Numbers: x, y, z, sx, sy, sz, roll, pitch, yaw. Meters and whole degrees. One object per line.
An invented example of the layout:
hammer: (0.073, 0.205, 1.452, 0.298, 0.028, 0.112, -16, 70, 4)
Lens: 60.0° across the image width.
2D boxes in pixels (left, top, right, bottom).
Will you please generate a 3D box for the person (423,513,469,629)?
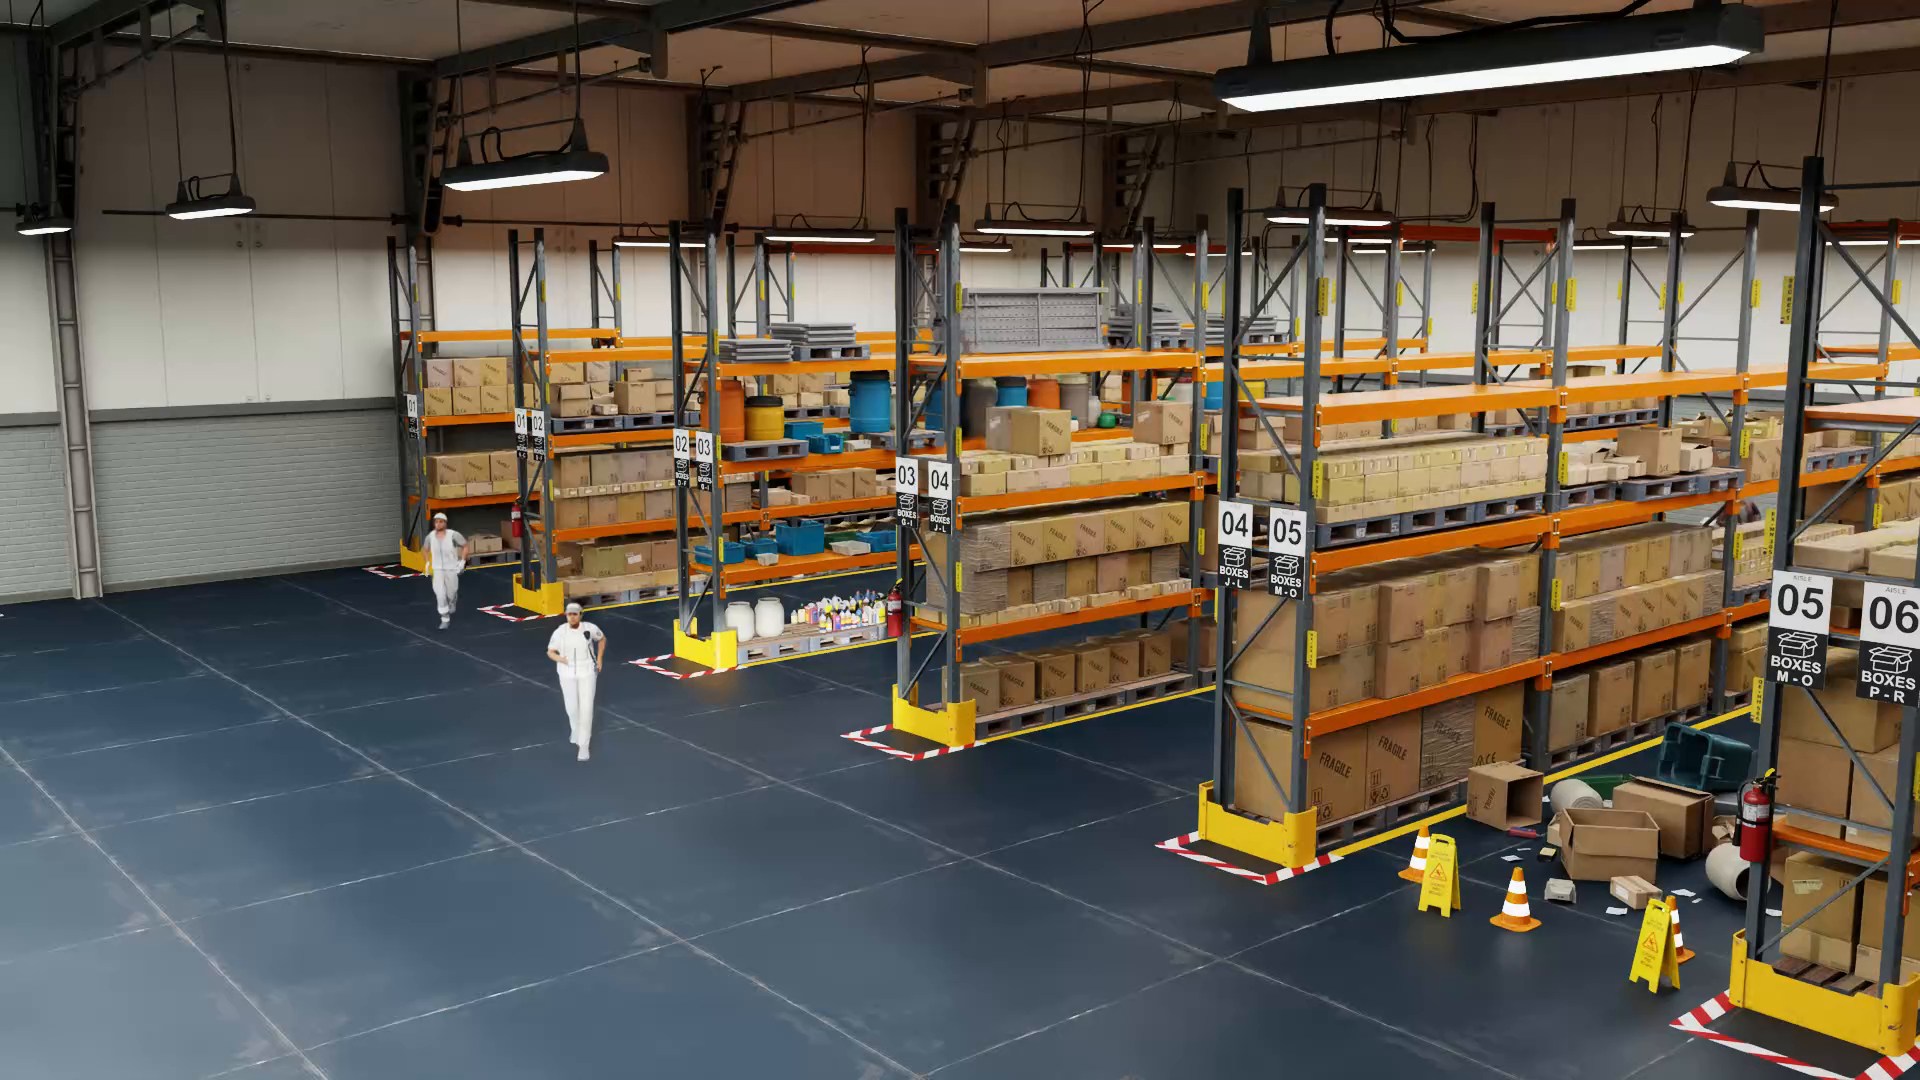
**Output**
person: (-7.775, 0.445, 25.182, 0.680, 1.755, 0.670, -1, 9, -5)

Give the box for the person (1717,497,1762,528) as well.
person: (13.190, -0.006, 28.187, 0.740, 1.770, 0.960, 1, 9, 9)

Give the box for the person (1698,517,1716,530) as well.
person: (10.866, 0.564, 24.338, 0.776, 1.829, 0.675, -8, 12, -42)

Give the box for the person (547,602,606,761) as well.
person: (-4.250, 1.532, 18.454, 0.609, 1.716, 0.835, -1, 9, -5)
